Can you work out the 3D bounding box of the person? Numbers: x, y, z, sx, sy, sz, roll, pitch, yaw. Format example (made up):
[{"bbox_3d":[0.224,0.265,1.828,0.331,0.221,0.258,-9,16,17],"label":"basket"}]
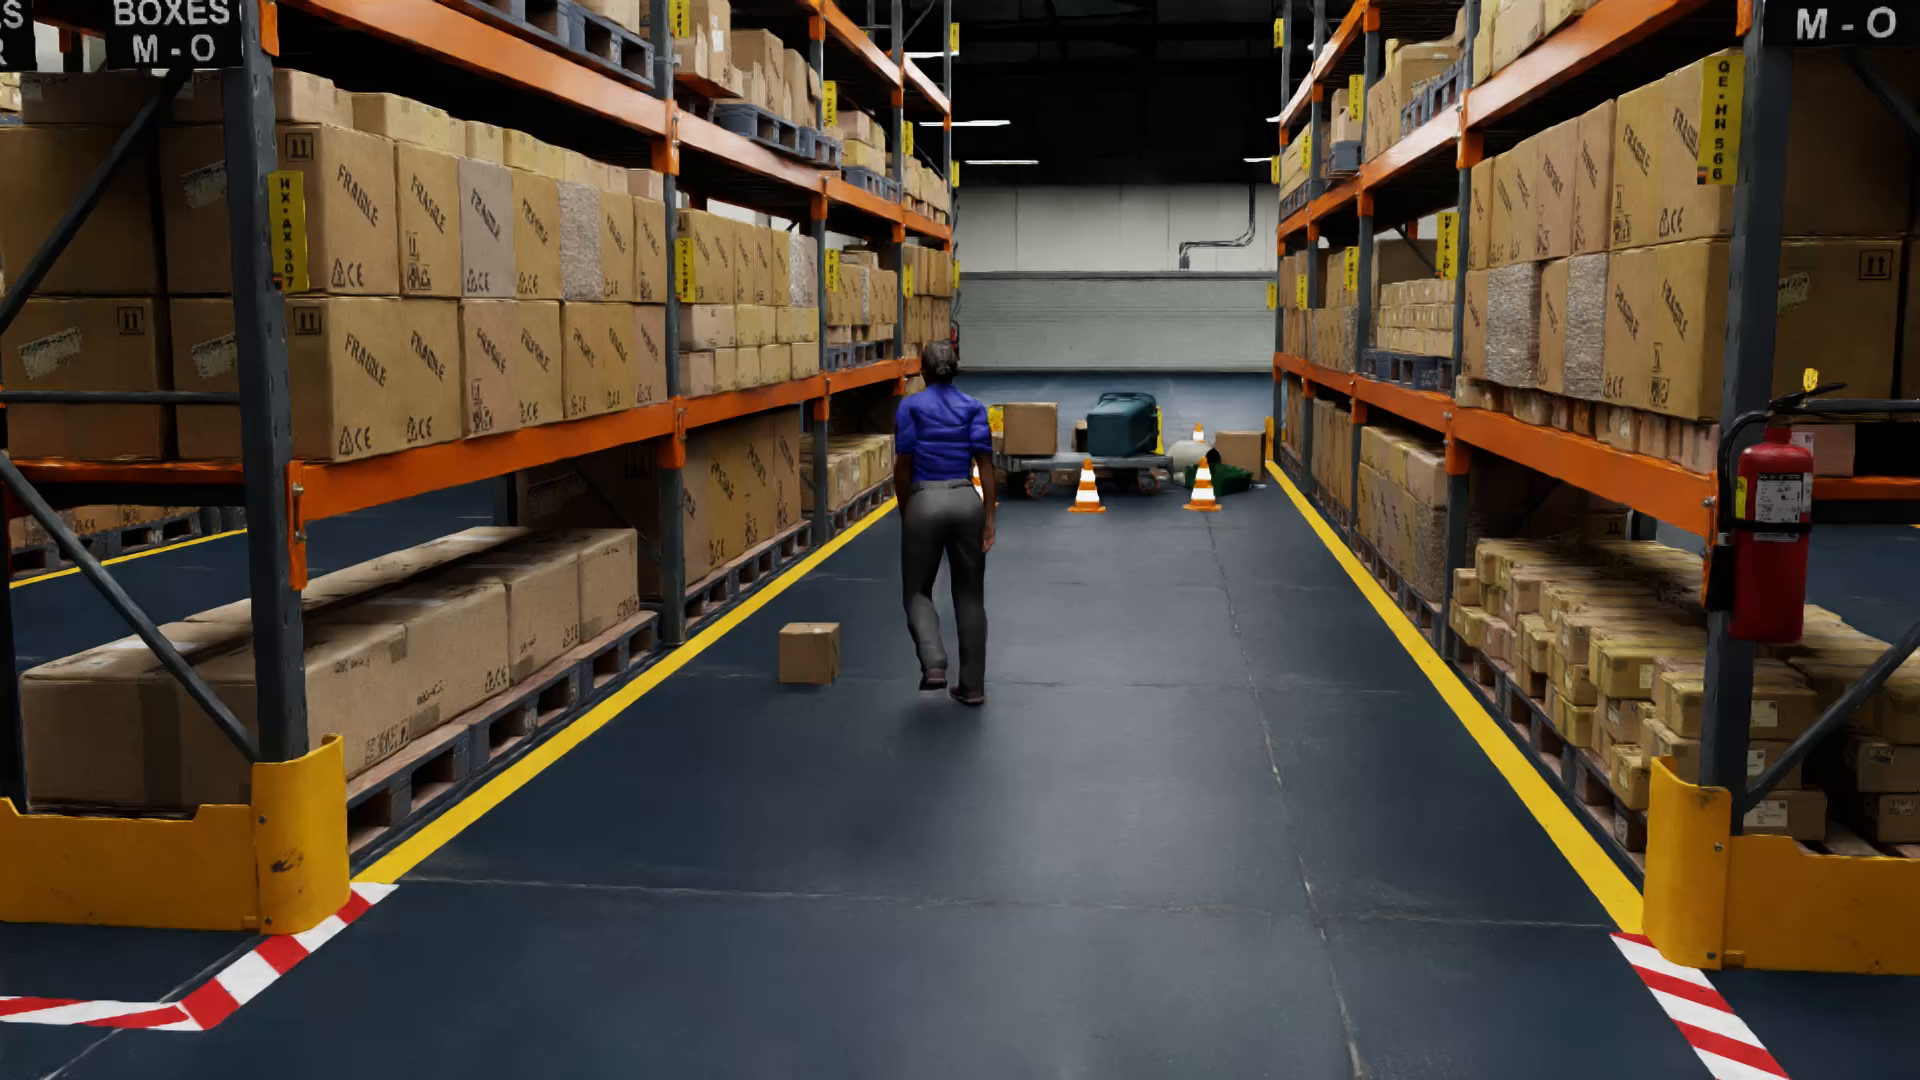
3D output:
[{"bbox_3d":[-0.062,-0.073,7.450,0.448,1.635,0.615,-2,8,-13],"label":"person"}]
